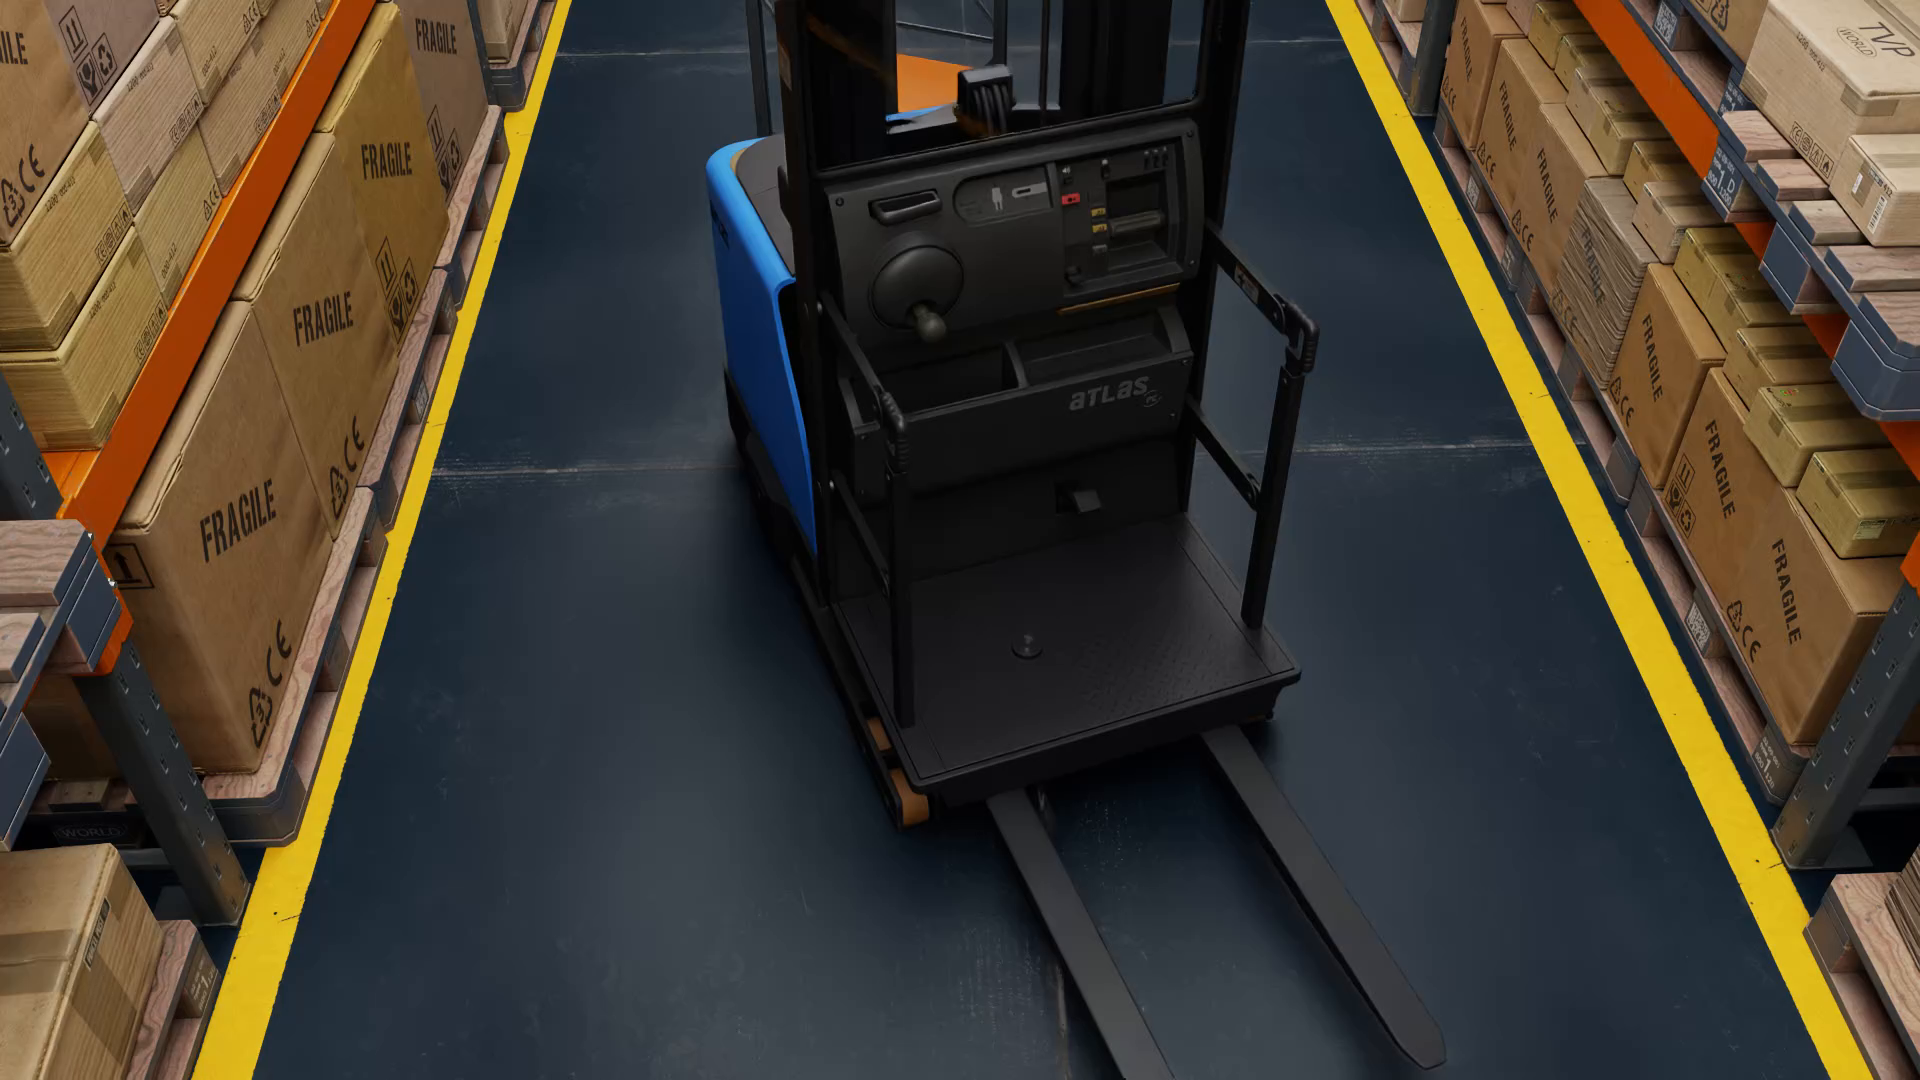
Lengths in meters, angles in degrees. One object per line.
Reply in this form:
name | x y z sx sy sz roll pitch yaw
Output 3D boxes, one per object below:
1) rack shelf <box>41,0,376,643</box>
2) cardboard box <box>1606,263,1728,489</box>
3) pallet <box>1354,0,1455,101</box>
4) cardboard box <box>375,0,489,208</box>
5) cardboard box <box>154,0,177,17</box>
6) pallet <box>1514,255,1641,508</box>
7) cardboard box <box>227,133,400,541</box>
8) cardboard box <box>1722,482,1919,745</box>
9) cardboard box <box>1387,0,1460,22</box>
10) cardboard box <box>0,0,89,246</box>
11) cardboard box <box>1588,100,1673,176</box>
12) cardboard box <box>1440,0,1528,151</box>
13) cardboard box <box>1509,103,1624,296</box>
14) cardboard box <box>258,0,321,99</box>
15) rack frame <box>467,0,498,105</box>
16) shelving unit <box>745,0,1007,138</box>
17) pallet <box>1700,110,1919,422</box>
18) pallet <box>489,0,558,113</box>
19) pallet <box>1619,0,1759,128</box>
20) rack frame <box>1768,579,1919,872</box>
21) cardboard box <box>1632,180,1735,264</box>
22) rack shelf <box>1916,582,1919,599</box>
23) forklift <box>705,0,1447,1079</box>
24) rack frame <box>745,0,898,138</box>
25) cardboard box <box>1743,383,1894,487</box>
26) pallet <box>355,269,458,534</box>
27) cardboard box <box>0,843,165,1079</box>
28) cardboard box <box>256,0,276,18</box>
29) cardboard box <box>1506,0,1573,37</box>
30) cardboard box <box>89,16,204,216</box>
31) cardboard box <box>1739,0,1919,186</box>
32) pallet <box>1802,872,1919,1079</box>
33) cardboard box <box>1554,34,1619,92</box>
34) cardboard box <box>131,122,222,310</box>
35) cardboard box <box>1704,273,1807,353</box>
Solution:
rack shelf | -2.402 -1.241 4.917 1.077 0.370 4.000 -2 43 -2
cardboard box | 2.374 -0.505 5.121 0.500 0.500 0.500 0 43 0
pallet | 2.444 -2.437 7.753 1.003 0.211 1.213 -2 43 -2
cardboard box | -2.380 -1.812 6.269 0.875 0.875 0.875 0 43 0
cardboard box | -2.131 -1.586 3.947 0.500 0.500 0.500 -1 43 -1
pallet | 2.600 -0.600 5.749 1.003 0.211 1.213 -2 43 -2
cardboard box | -2.297 -0.599 4.945 0.875 0.875 0.875 -1 43 -1
cardboard box | 2.410 0.186 4.366 0.500 0.500 0.500 -1 43 -1
cardboard box | 2.155 -2.473 7.528 0.380 0.149 0.250 -3 43 -3
cardboard box | -2.093 -0.902 3.200 0.500 0.500 0.500 -3 43 -3
cardboard box | 2.340 -1.345 5.556 0.380 0.149 0.250 0 43 0
cardboard box | 2.268 -1.902 6.644 0.500 0.500 0.500 0 43 0
cardboard box | 2.318 -1.206 5.885 0.500 0.500 0.500 -3 43 -3
cardboard box | -2.166 -1.472 4.747 0.500 0.250 0.500 -2 43 -2
rack frame | -2.487 -2.857 6.147 1.000 3.000 0.127 -2 43 -2
shelving unit | -0.248 -1.582 5.866 0.587 1.500 1.083 15 45 16
pallet | 2.543 -0.686 3.921 1.213 0.211 1.003 -2 43 -2
pallet | -2.441 -2.345 7.652 1.003 0.211 1.213 -2 43 -2
pallet | 2.555 -1.543 4.856 1.003 0.211 1.213 -2 43 -2
rack frame | 2.642 -0.301 3.359 1.000 3.000 0.127 -2 43 -2
cardboard box | 2.340 -0.996 5.176 0.380 0.149 0.250 -4 43 -4
rack shelf | 2.727 1.314 2.129 1.077 0.370 4.000 -2 43 -2
forklift | 0.226 -0.643 3.783 1.130 2.935 3.031 -14 44 -15
rack frame | -0.437 -1.257 5.511 0.500 1.500 0.032 15 45 16
cardboard box | 2.326 -0.283 4.398 0.380 0.149 0.250 -4 43 -4
pallet | -2.324 -0.485 5.622 1.003 0.211 1.213 -2 43 -2
cardboard box | -2.303 1.039 3.530 0.950 0.372 0.625 -4 43 -5
cardboard box | -2.129 -1.663 4.586 0.500 0.250 0.500 -1 43 -1
cardboard box | 2.311 -2.040 6.314 0.380 0.149 0.250 -3 43 -3
cardboard box | -2.112 -0.984 3.844 0.500 0.250 0.500 -1 43 -1
cardboard box | 2.274 -1.104 4.035 0.500 0.250 0.500 -3 43 -4
pallet | 2.638 1.283 3.694 1.003 0.211 1.213 -2 43 -2
cardboard box | 2.358 -1.682 5.924 0.380 0.149 0.250 -2 43 -3
cardboard box | -2.126 -0.785 3.997 0.500 0.250 0.500 -3 43 -3
cardboard box | 2.393 -0.642 4.790 0.380 0.149 0.250 0 43 -1
